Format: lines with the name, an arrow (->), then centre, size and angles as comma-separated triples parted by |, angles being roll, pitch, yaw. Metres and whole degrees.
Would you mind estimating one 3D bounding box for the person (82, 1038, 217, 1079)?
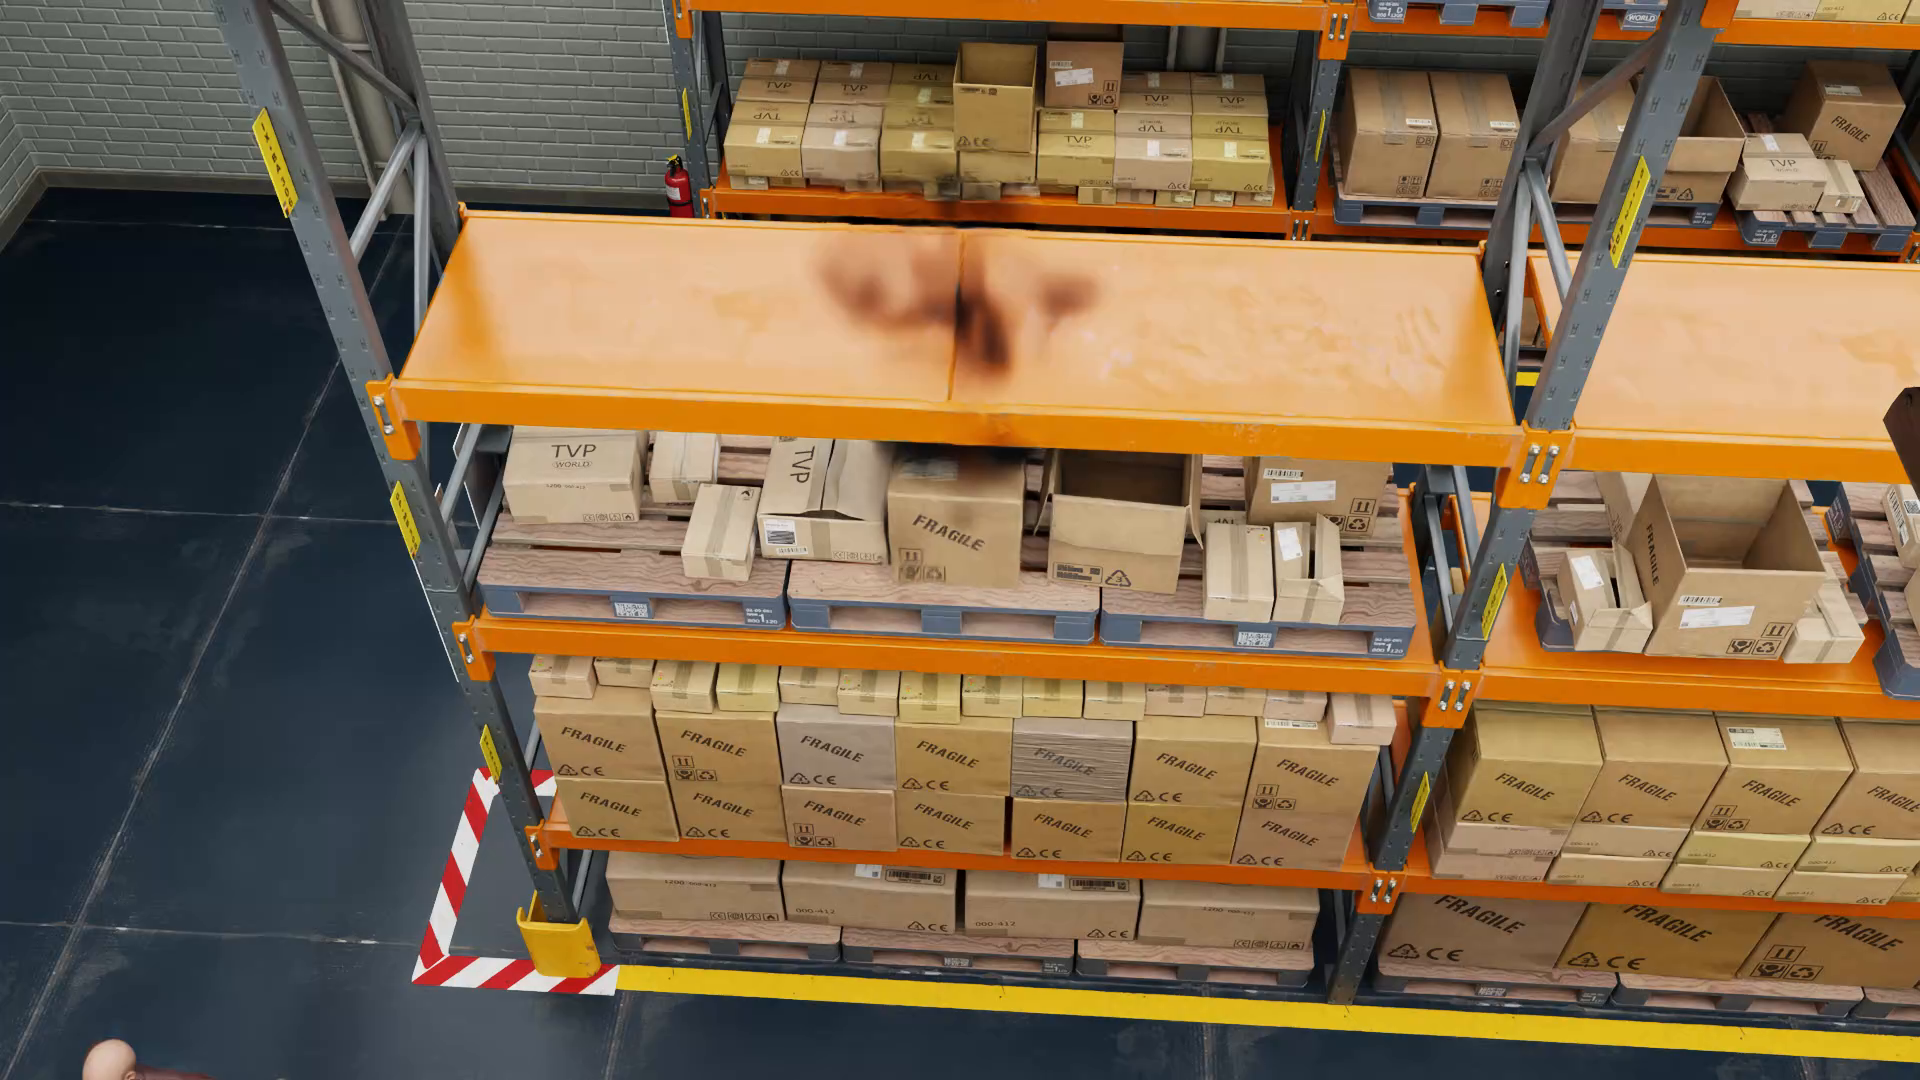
person -> -3.320, 2.551, 7.238 | 0.712, 1.828, 0.921 | 7, 48, 6
